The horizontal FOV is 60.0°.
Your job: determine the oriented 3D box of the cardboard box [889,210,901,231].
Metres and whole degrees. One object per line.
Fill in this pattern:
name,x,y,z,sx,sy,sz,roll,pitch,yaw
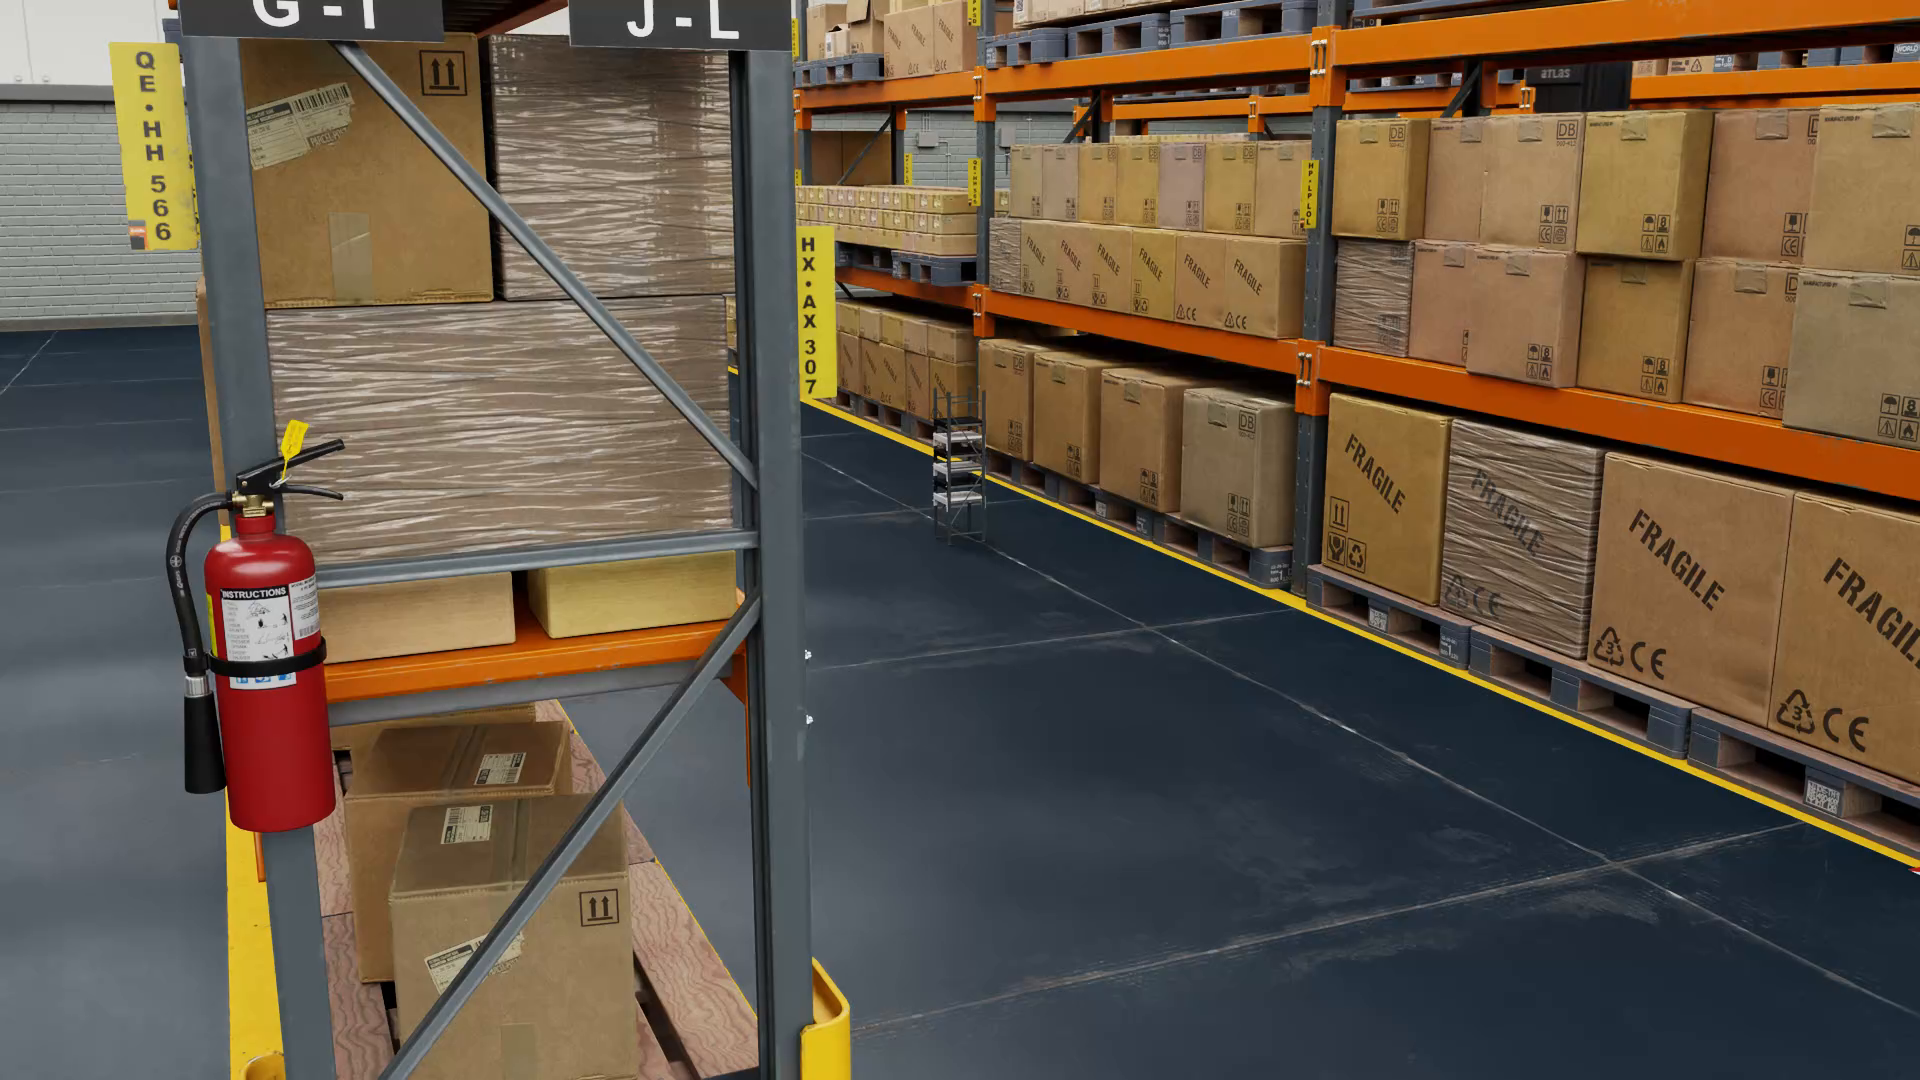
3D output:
cardboard box,-0.332,-2.489,12.938,0.380,0.149,0.250,-6,14,-23

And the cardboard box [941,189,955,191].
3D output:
cardboard box,0.063,-2.797,13.607,0.380,0.149,0.250,-5,14,-21

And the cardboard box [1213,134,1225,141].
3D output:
cardboard box,2.979,-4.338,18.083,0.380,0.149,0.250,-6,14,-23

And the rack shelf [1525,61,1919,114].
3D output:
rack shelf,5.895,-3.206,12.012,1.077,0.370,4.000,-6,14,-23

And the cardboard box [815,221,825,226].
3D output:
cardboard box,-1.054,-2.717,14.583,0.380,0.149,0.250,-6,14,-23

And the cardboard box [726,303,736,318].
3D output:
cardboard box,-2.328,-2.506,18.117,0.380,0.149,0.250,-6,14,-26

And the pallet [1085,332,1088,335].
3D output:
pallet,2.281,-2.644,20.827,1.003,0.211,1.213,-6,14,-23

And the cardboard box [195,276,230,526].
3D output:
cardboard box,-1.287,-0.362,3.902,0.875,0.500,0.500,-6,14,-23

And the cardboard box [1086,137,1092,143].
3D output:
cardboard box,1.778,-4.914,20.574,0.380,0.149,0.250,-5,14,-22

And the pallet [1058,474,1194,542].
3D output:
pallet,1.330,-0.260,10.526,1.003,0.211,1.213,-6,14,-23

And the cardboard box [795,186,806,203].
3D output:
cardboard box,-1.267,-3.116,14.986,0.380,0.149,0.250,-5,14,-20

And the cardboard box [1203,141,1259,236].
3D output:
cardboard box,1.789,-1.958,9.237,0.700,0.500,0.500,-6,14,-24

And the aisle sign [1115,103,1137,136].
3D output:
aisle sign,2.144,-5.470,21.088,0.394,0.787,0.004,-6,14,-23

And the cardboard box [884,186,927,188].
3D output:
cardboard box,-0.454,-3.064,14.764,0.380,0.149,0.250,-6,14,-25

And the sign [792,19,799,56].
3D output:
sign,-1.498,-4.529,14.988,0.100,0.325,0.005,-6,14,-23

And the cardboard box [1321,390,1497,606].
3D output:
cardboard box,2.389,-0.247,8.065,0.875,0.875,0.875,-5,14,-22

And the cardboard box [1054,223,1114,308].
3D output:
cardboard box,0.939,-1.763,10.612,0.500,0.500,0.500,-6,14,-23

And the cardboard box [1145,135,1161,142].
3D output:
cardboard box,2.360,-4.590,19.173,0.380,0.149,0.250,-6,14,-24

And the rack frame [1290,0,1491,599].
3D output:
rack frame,2.201,-1.214,8.462,1.000,3.000,0.127,-6,14,-23

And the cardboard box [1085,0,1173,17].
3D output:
cardboard box,1.094,-3.332,10.008,0.500,0.311,0.500,-6,14,-24

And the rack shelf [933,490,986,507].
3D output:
rack shelf,-0.003,-0.232,9.824,0.258,0.077,0.200,-6,14,-23

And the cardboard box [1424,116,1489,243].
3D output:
cardboard box,2.644,-1.630,7.535,0.875,0.550,0.550,-6,14,-23

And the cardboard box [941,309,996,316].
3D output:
cardboard box,0.155,-1.765,13.792,0.500,0.250,0.500,-6,14,-23

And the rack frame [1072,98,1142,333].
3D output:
rack frame,1.889,-4.161,21.196,1.000,3.000,0.127,-6,14,-23

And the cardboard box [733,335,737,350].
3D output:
cardboard box,-2.192,-2.108,17.717,0.380,0.149,0.250,-6,14,-26

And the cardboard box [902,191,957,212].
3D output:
cardboard box,-0.221,-2.578,12.664,0.380,0.149,0.250,-5,14,-21

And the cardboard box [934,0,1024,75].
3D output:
cardboard box,0.137,-3.645,12.093,0.500,0.500,0.500,-6,14,-23

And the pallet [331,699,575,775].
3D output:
pallet,-2.083,0.707,6.345,1.003,0.211,1.213,-6,14,-23

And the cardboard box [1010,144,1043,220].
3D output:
cardboard box,0.769,-2.482,11.504,0.700,0.500,0.500,-6,14,-23

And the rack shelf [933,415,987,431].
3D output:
rack shelf,-0.003,-0.671,9.722,0.258,0.077,0.200,-6,14,-23

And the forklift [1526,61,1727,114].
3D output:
forklift,4.493,-1.722,10.810,3.031,2.935,1.130,10,16,36

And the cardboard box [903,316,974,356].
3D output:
cardboard box,-0.128,-1.613,13.137,0.500,0.250,0.500,-5,14,-22

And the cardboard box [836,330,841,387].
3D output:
cardboard box,-0.951,-1.677,15.074,0.500,0.500,0.500,-5,14,-21

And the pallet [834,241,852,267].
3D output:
pallet,-0.831,-2.602,14.886,1.003,0.211,1.213,-6,14,-23

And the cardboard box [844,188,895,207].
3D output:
cardboard box,-0.748,-2.849,13.832,0.380,0.149,0.250,-5,14,-21

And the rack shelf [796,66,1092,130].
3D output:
rack shelf,-0.202,-3.564,13.560,1.077,0.370,4.000,-6,14,-23

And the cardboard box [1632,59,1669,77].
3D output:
cardboard box,5.464,-3.821,12.855,0.700,0.500,0.500,-6,14,-23

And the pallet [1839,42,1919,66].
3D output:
pallet,6.546,-3.189,10.759,1.213,0.211,1.003,-6,14,-23

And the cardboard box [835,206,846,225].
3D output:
cardboard box,-0.843,-2.755,14.087,0.380,0.149,0.250,-5,14,-21

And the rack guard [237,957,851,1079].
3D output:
rack guard,-0.812,1.242,3.395,1.175,0.500,0.348,-6,14,-23

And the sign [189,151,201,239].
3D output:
sign,-2.891,-1.300,6.266,0.100,0.325,0.005,-6,14,-23

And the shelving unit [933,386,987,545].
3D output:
shelving unit,-0.003,-0.440,9.776,0.258,0.900,0.210,-6,14,-23

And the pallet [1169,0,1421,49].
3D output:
pallet,1.789,-2.767,8.944,0.805,0.209,1.217,-6,14,-25

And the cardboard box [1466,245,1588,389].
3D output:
cardboard box,2.709,-0.978,7.110,0.875,0.550,0.550,-6,14,-23

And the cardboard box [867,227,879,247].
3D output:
cardboard box,-0.529,-2.448,13.421,0.380,0.149,0.250,-5,14,-21

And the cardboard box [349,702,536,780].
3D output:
cardboard box,-1.521,0.671,4.930,0.500,0.500,0.500,-4,14,-18

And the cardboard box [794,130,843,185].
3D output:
cardboard box,-1.440,-3.620,15.759,0.500,0.500,0.500,-6,14,-25

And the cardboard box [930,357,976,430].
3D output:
cardboard box,0.096,-1.139,12.752,0.500,0.500,0.500,-6,14,-23

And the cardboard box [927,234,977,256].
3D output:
cardboard box,-0.020,-2.183,12.274,0.380,0.149,0.250,-5,14,-22

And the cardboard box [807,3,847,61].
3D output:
cardboard box,-0.953,-4.493,14.825,0.700,0.500,0.500,-6,14,-23

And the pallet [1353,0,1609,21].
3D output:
pallet,2.519,-2.462,7.399,1.003,0.211,1.213,-6,14,-23

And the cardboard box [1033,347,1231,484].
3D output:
cardboard box,1.114,-0.834,10.881,1.050,0.750,0.750,-5,14,-22
